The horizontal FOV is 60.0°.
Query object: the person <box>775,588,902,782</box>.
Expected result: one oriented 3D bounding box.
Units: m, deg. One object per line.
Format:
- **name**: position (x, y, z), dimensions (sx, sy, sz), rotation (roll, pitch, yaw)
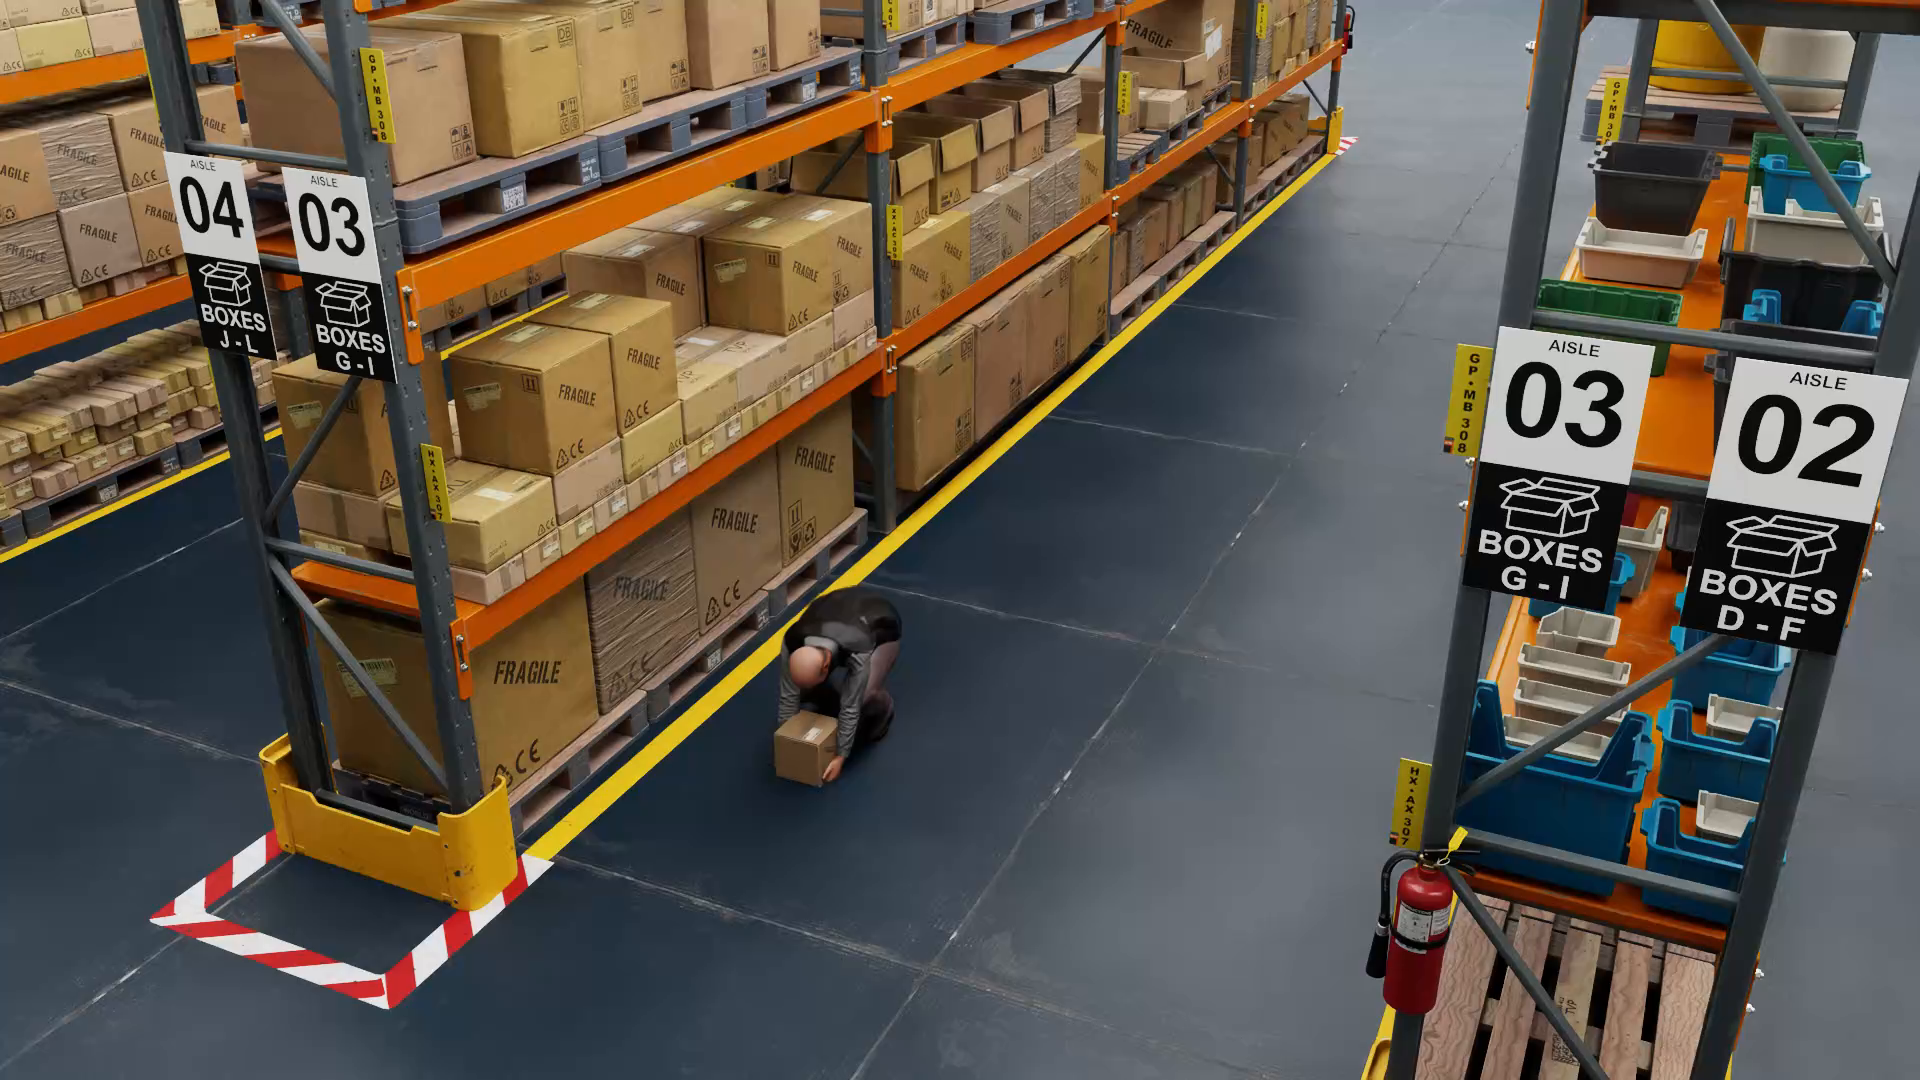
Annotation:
- **person**: position (-0.616, 0.679, 8.364), dimensions (0.510, 0.789, 0.936), rotation (11, 28, 21)
